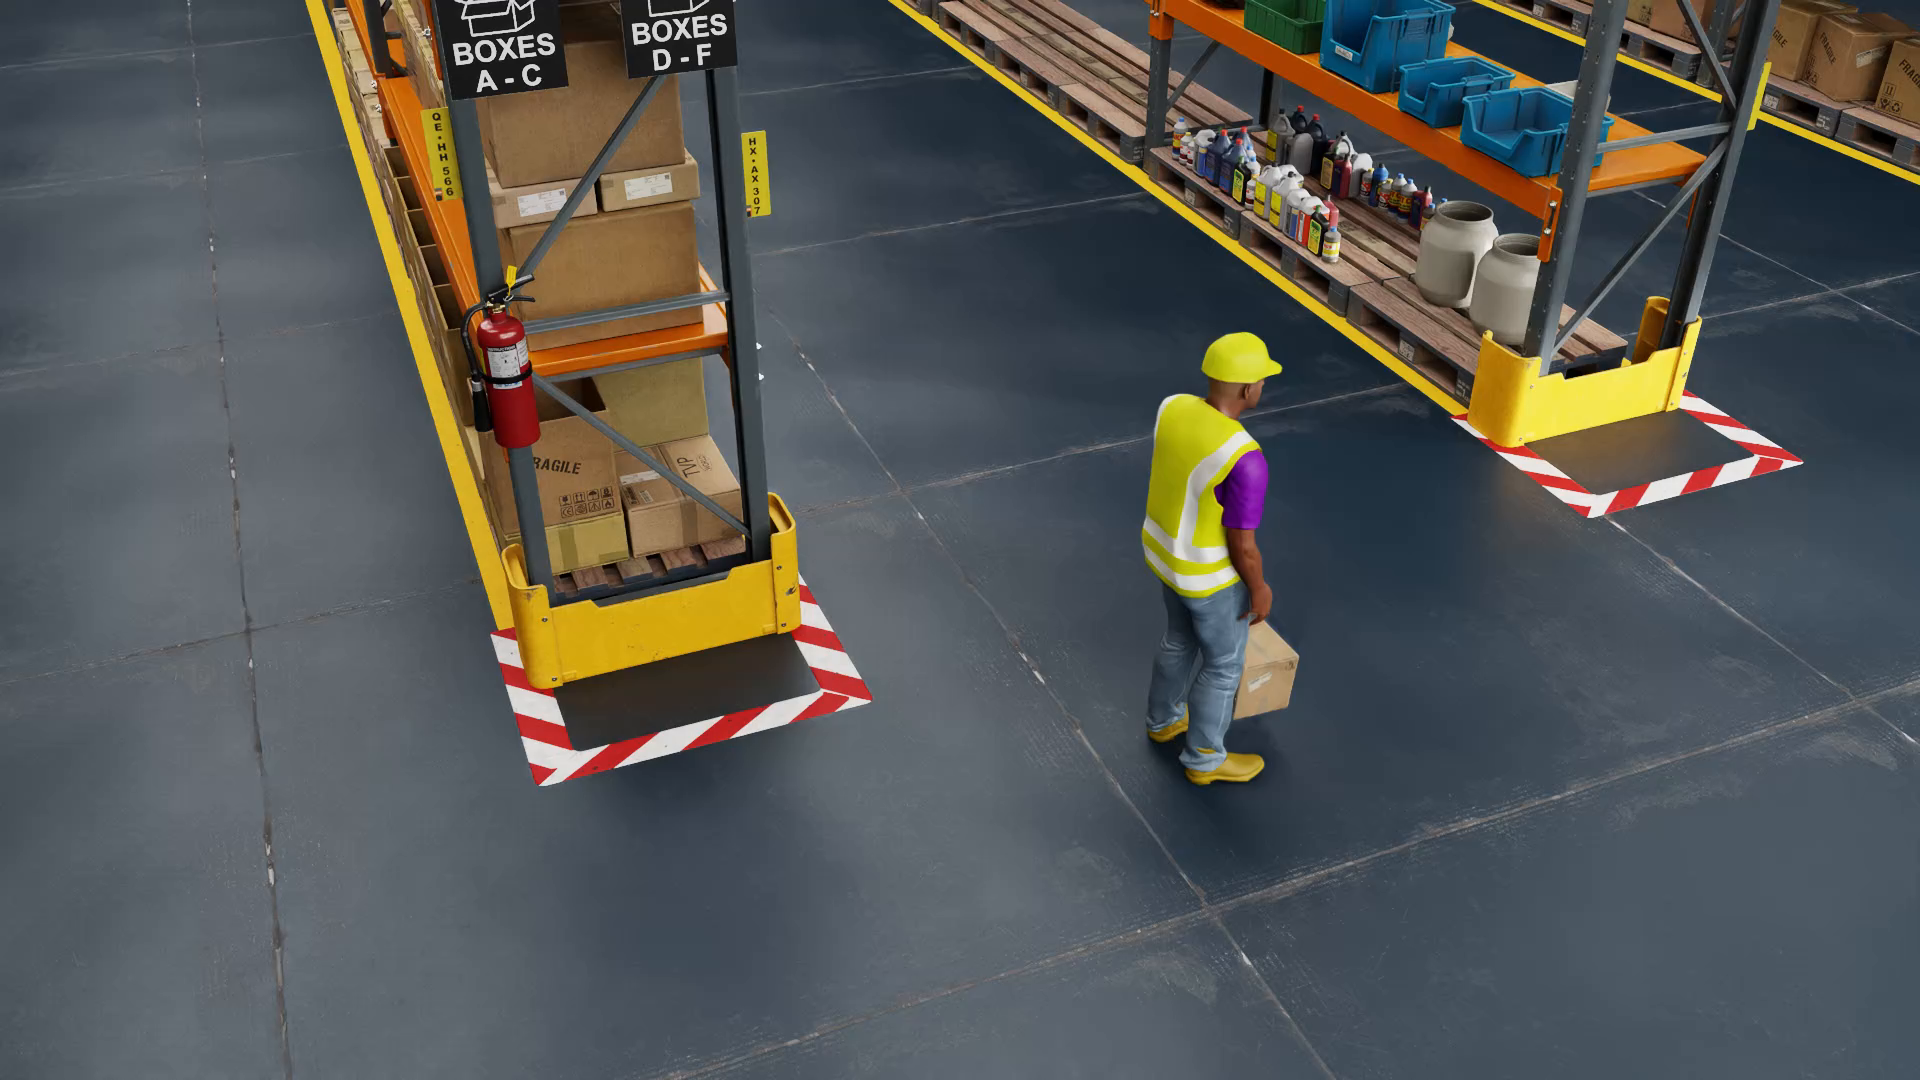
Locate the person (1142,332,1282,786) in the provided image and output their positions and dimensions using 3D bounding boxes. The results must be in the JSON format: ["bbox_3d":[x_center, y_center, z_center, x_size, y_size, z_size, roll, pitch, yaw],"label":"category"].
[{"bbox_3d":[0.894,0.072,6.015,0.443,1.759,0.601,-14,36,-20],"label":"person"}]
